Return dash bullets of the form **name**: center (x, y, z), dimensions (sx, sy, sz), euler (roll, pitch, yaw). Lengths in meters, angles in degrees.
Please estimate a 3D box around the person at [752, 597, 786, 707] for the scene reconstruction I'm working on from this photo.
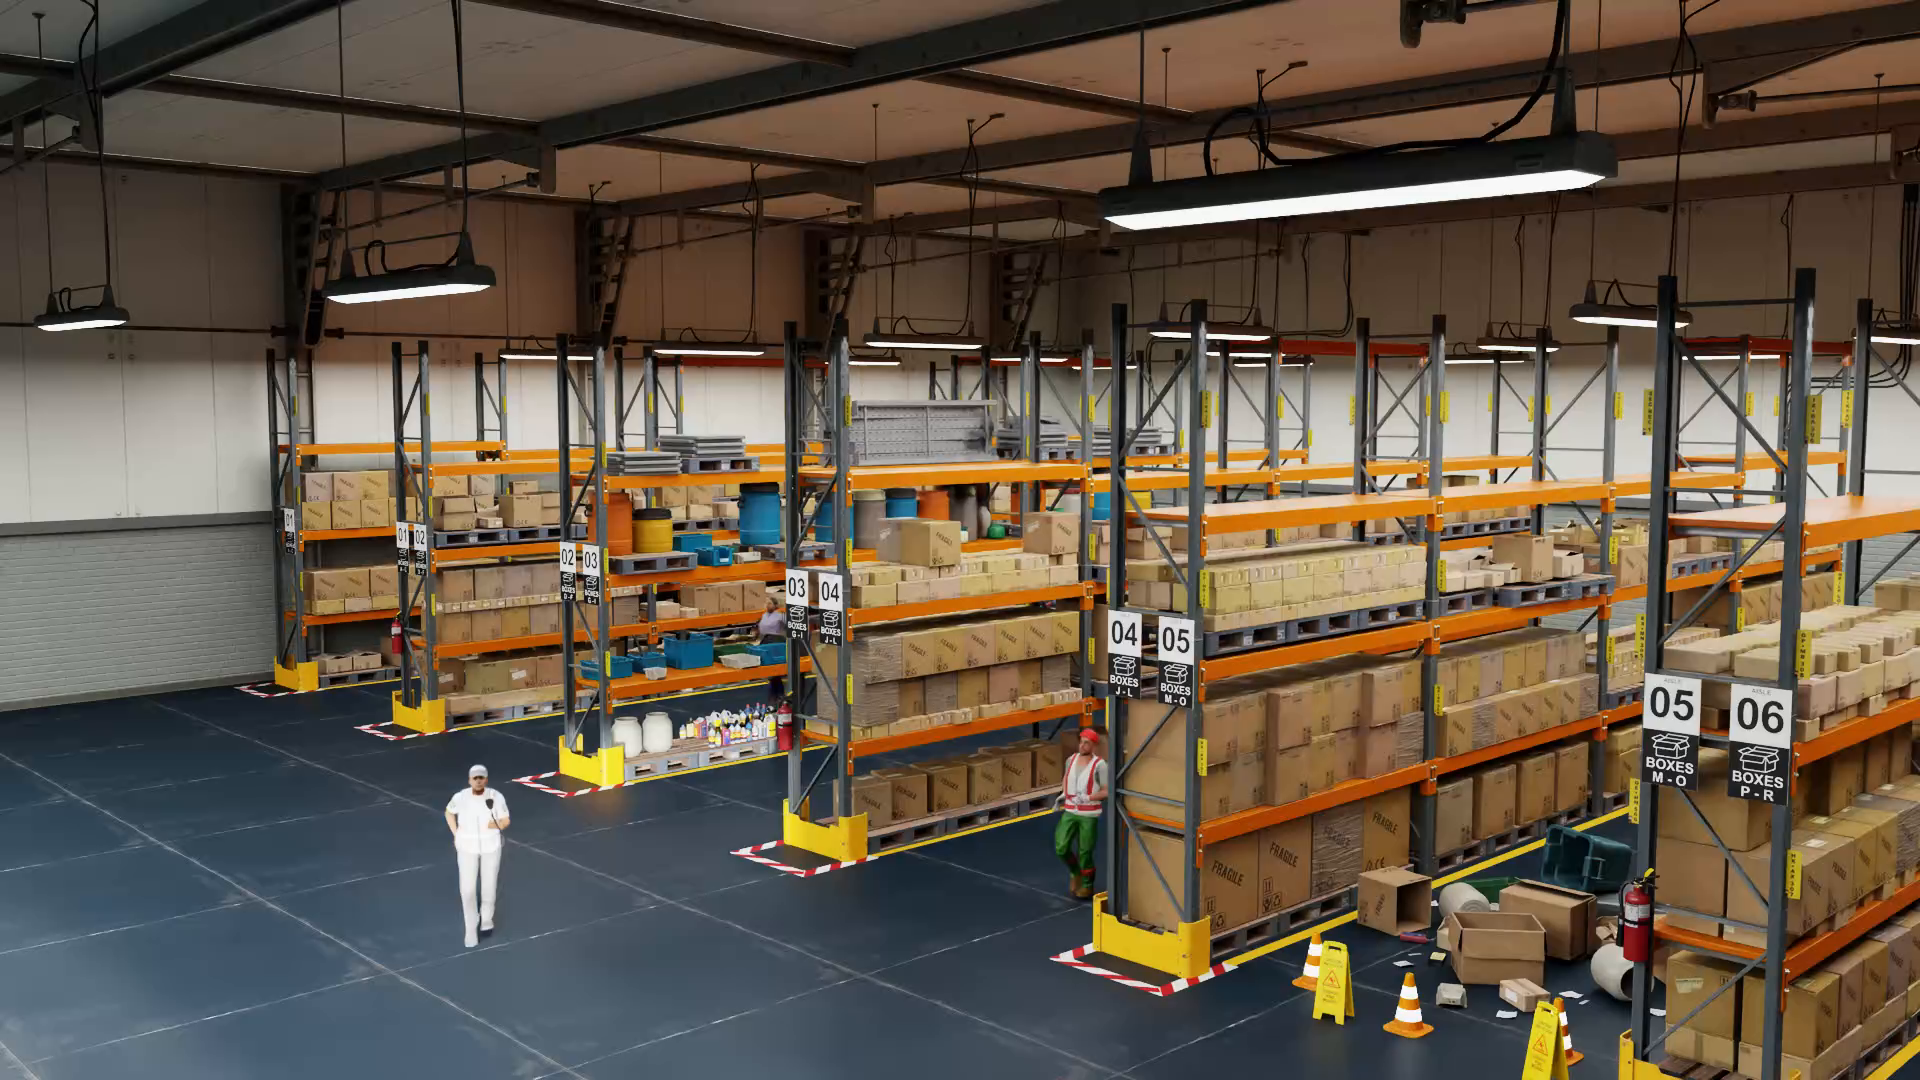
- **person**: center (-3.028, 1.792, 26.607), dimensions (0.583, 1.753, 0.647), euler (4, 7, 42)

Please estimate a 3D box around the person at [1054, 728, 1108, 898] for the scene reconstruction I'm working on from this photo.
- **person**: center (1.232, 2.807, 17.039), dimensions (0.641, 1.739, 0.610), euler (3, 6, 32)

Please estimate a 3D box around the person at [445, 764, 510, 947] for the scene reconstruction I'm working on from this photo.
- **person**: center (-4.562, 2.983, 15.783), dimensions (0.582, 1.718, 0.686), euler (-2, 5, -19)
